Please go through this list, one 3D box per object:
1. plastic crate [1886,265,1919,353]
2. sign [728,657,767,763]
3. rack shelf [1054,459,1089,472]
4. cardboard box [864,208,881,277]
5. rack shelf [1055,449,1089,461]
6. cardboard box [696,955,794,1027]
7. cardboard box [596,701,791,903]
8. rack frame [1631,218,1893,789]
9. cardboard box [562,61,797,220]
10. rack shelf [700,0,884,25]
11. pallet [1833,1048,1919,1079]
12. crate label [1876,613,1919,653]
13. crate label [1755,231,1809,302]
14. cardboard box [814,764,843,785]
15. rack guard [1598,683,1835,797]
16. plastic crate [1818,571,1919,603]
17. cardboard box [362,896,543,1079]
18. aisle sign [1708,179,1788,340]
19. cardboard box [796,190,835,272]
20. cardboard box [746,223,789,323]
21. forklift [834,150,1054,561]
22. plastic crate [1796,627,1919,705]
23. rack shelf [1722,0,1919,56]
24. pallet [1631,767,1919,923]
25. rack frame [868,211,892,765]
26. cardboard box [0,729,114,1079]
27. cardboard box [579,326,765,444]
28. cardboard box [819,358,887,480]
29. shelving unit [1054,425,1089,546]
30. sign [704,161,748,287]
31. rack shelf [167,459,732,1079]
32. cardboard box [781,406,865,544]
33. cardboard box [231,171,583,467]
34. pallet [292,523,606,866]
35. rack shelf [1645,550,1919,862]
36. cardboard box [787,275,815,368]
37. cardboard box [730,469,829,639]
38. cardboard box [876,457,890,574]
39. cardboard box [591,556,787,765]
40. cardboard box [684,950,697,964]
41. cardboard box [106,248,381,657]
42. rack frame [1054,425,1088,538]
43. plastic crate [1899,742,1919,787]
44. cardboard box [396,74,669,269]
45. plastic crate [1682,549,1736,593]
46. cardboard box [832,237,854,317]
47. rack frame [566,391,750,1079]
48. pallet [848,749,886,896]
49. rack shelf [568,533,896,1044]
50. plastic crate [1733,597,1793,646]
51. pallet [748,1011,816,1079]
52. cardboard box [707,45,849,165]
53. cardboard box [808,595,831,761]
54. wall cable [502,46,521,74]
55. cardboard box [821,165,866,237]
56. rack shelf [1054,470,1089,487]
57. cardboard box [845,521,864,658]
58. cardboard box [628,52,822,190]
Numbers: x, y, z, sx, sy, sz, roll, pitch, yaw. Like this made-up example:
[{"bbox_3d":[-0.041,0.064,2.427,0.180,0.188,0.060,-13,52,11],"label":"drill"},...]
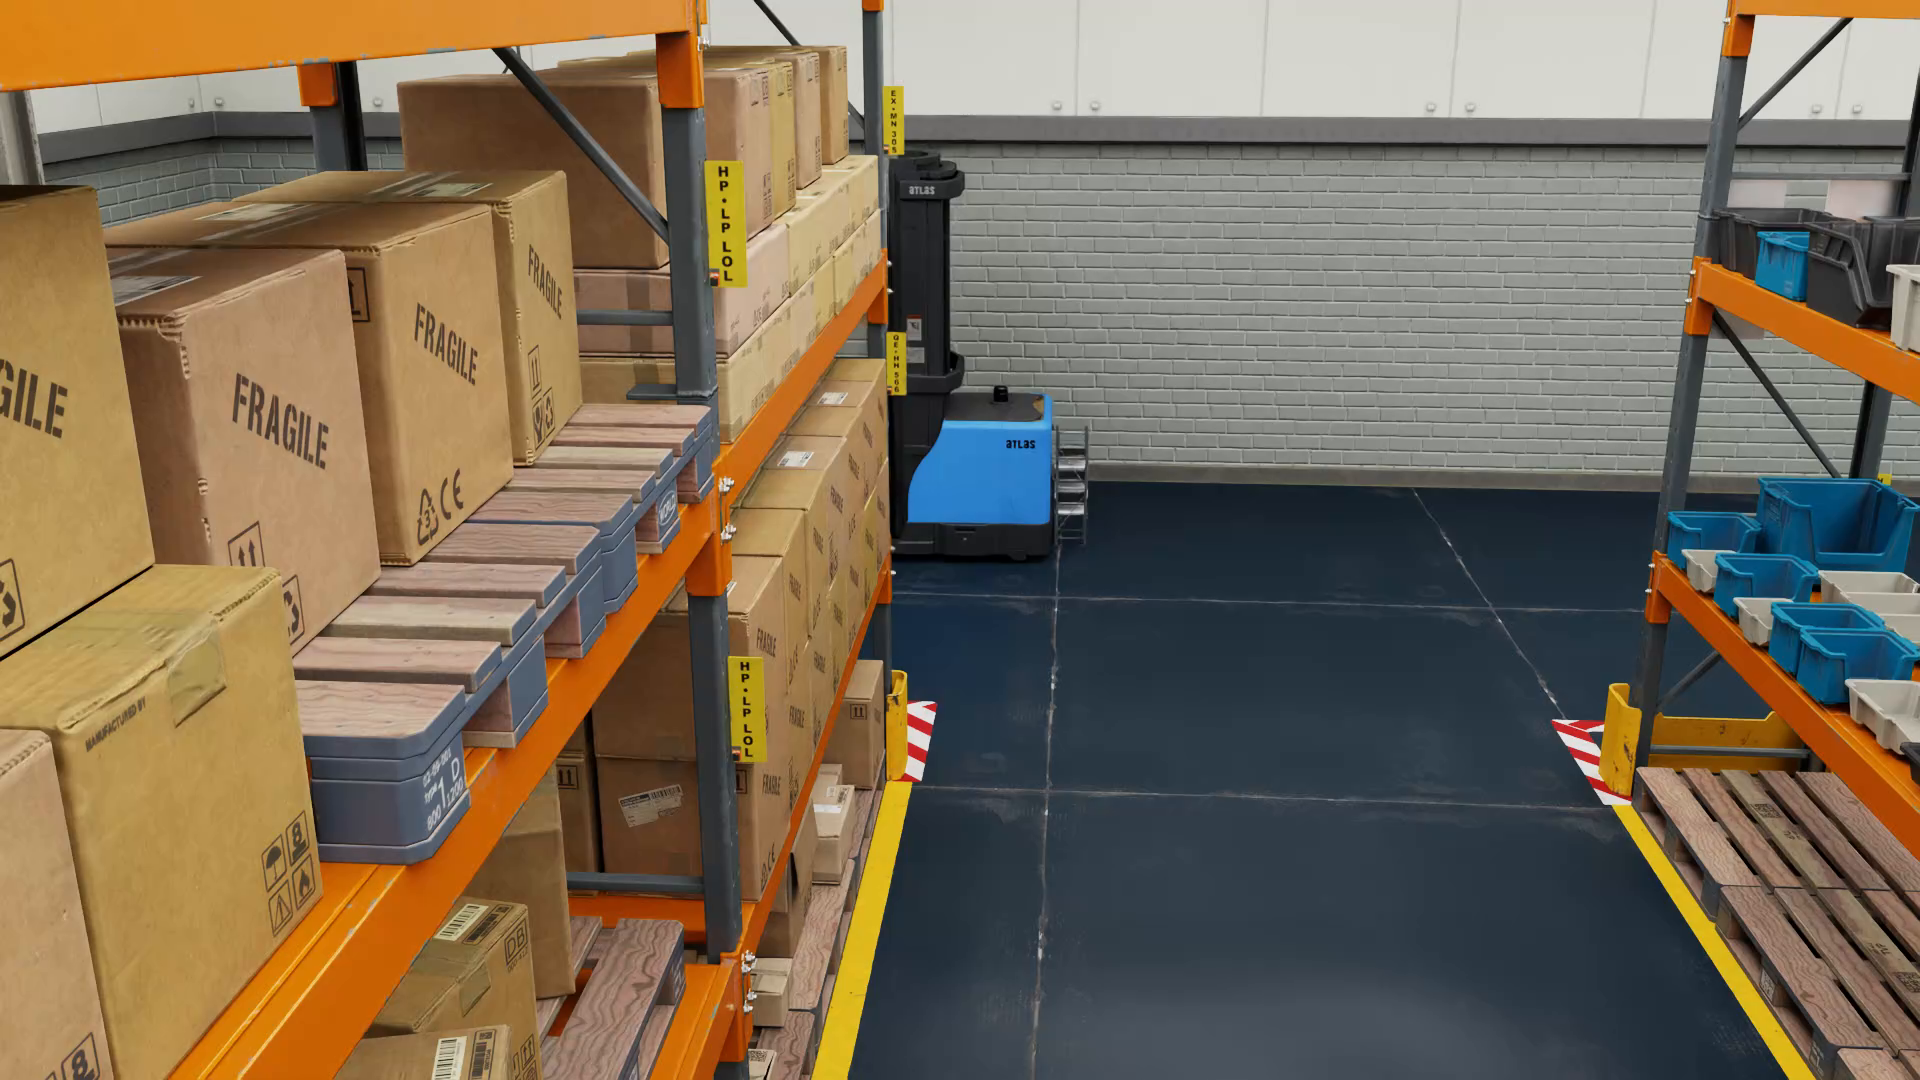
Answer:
[{"bbox_3d":[3.598,-0.792,5.897,0.437,0.282,0.530,1,18,4],"label":"plastic crate"},{"bbox_3d":[-0.608,0.487,4.761,0.100,0.325,0.005,1,18,4],"label":"sign"},{"bbox_3d":[0.852,-0.554,12.697,0.258,0.077,0.200,1,18,2],"label":"rack shelf"},{"bbox_3d":[-0.649,-1.405,7.818,0.500,0.250,0.500,1,18,4],"label":"cardboard box"},{"bbox_3d":[0.852,-0.639,12.668,0.258,0.077,0.200,1,18,2],"label":"rack shelf"},{"bbox_3d":[-0.864,1.769,6.552,0.380,0.166,0.250,1,18,4],"label":"cardboard box"},{"bbox_3d":[-0.854,0.826,5.424,0.500,0.500,0.500,2,18,5],"label":"cardboard box"},{"bbox_3d":[4.065,-0.105,8.426,1.000,3.000,0.127,1,18,4],"label":"rack frame"},{"bbox_3d":[-0.958,-1.382,5.739,0.700,0.500,0.500,1,18,4],"label":"cardboard box"},{"bbox_3d":[-1.019,-2.103,6.049,1.077,0.370,4.000,1,18,4],"label":"rack shelf"},{"bbox_3d":[3.792,2.233,5.768,1.003,0.211,1.213,1,18,4],"label":"pallet"},{"bbox_3d":[4.156,0.426,7.133,0.396,0.136,0.243,1,18,4],"label":"crate label"},{"bbox_3d":[3.676,-1.180,7.129,0.408,0.251,0.502,1,18,4],"label":"crate label"},{"bbox_3d":[-0.788,1.219,8.229,0.380,0.166,0.250,1,18,4],"label":"cardboard box"},{"bbox_3d":[4.054,1.075,8.839,1.175,0.500,0.348,1,18,4],"label":"rack guard"},{"bbox_3d":[4.187,0.249,7.672,0.396,0.136,0.243,1,18,4],"label":"plastic crate"},{"bbox_3d":[-1.405,1.136,3.804,0.700,0.500,0.500,4,19,13],"label":"cardboard box"},{"bbox_3d":[3.774,-1.369,8.109,0.394,0.787,0.004,1,18,4],"label":"aisle sign"},{"bbox_3d":[-0.762,-1.177,6.319,0.500,0.250,0.500,1,18,4],"label":"cardboard box"},{"bbox_3d":[-0.846,-0.867,5.372,0.500,0.250,0.500,1,18,4],"label":"cardboard box"},{"bbox_3d":[-0.806,-1.399,12.485,3.031,2.935,1.130,1,18,3],"label":"forklift"},{"bbox_3d":[3.603,0.518,6.698,0.416,0.233,0.300,1,18,4],"label":"plastic crate"},{"bbox_3d":[3.922,-1.803,5.770,1.077,0.370,4.000,1,18,4],"label":"rack shelf"},{"bbox_3d":[3.967,1.476,8.081,1.003,0.211,1.213,1,18,4],"label":"pallet"},{"bbox_3d":[-0.875,-0.217,8.767,1.000,3.000,0.127,1,18,4],"label":"rack frame"},{"bbox_3d":[-1.415,0.500,1.600,0.910,0.500,0.500,1,18,4],"label":"cardboard box"},{"bbox_3d":[-0.881,-0.474,4.976,0.500,0.250,0.500,1,18,4],"label":"cardboard box"},{"bbox_3d":[-0.633,-0.595,8.155,0.500,0.500,0.500,1,18,3],"label":"cardboard box"},{"bbox_3d":[0.852,-0.414,12.742,0.258,0.900,0.210,1,18,2],"label":"shelving unit"},{"bbox_3d":[-0.608,-0.821,4.332,0.100,0.325,0.005,1,18,4],"label":"sign"},{"bbox_3d":[-1.306,0.563,2.725,1.077,0.370,4.000,1,18,4],"label":"rack shelf"},{"bbox_3d":[-0.701,-0.277,7.184,0.500,0.500,0.500,2,18,5],"label":"cardboard box"},{"bbox_3d":[-1.272,-0.539,3.939,0.600,0.600,0.600,0,18,-1],"label":"cardboard box"},{"bbox_3d":[-1.350,0.213,2.941,1.213,0.211,1.003,1,18,4],"label":"pallet"},{"bbox_3d":[3.922,0.858,6.642,1.077,0.370,4.000,1,18,4],"label":"rack shelf"},{"bbox_3d":[-0.803,-0.784,5.923,0.500,0.250,0.500,1,18,4],"label":"cardboard box"},{"bbox_3d":[-0.774,0.043,6.208,0.500,0.500,0.500,1,18,2],"label":"cardboard box"},{"bbox_3d":[-0.636,-0.119,8.308,0.500,0.500,0.500,2,18,6],"label":"cardboard box"},{"bbox_3d":[-0.848,0.363,5.231,0.500,0.500,0.500,2,18,5],"label":"cardboard box"},{"bbox_3d":[-1.351,1.678,6.596,0.500,0.311,0.500,1,18,4],"label":"cardboard box"},{"bbox_3d":[-1.365,-0.125,2.675,0.600,0.600,0.600,1,18,2],"label":"cardboard box"},{"bbox_3d":[0.856,-0.446,12.839,0.240,0.900,0.006,1,18,2],"label":"rack frame"},{"bbox_3d":[3.590,0.886,5.747,0.437,0.125,0.590,1,18,4],"label":"plastic crate"},{"bbox_3d":[-1.165,-1.074,4.800,0.700,0.500,0.500,1,18,4],"label":"cardboard box"},{"bbox_3d":[3.613,0.159,7.947,0.250,0.136,0.298,1,18,4],"label":"plastic crate"},{"bbox_3d":[-0.719,-1.095,6.870,0.500,0.250,0.500,1,18,4],"label":"cardboard box"},{"bbox_3d":[-1.162,1.026,4.975,1.000,3.000,0.127,1,18,4],"label":"rack frame"},{"bbox_3d":[-0.937,1.380,8.373,1.003,0.211,1.213,1,18,4],"label":"pallet"},{"bbox_3d":[-1.019,0.746,6.983,1.077,0.370,4.000,1,18,4],"label":"rack shelf"},{"bbox_3d":[3.565,0.370,7.304,0.250,0.136,0.298,1,18,4],"label":"plastic crate"},{"bbox_3d":[-1.112,2.138,6.060,1.003,0.211,1.213,1,18,4],"label":"pallet"},{"bbox_3d":[-0.896,-2.005,7.640,0.700,0.500,0.500,1,18,4],"label":"cardboard box"},{"bbox_3d":[-0.782,0.512,6.384,0.500,0.500,0.500,1,18,4],"label":"cardboard box"},{"bbox_3d":[-5.055,-3.450,13.987,3.097,2.526,0.112,1,18,4],"label":"wall cable"},{"bbox_3d":[-0.693,-1.488,7.267,0.500,0.250,0.500,1,18,4],"label":"cardboard box"},{"bbox_3d":[0.852,-0.468,12.725,0.258,0.077,0.200,1,18,2],"label":"rack shelf"},{"bbox_3d":[-0.711,0.197,7.344,0.500,0.500,0.500,1,18,4],"label":"cardboard box"},{"bbox_3d":[-0.945,-1.694,6.691,0.700,0.500,0.500,1,18,4],"label":"cardboard box"}]
